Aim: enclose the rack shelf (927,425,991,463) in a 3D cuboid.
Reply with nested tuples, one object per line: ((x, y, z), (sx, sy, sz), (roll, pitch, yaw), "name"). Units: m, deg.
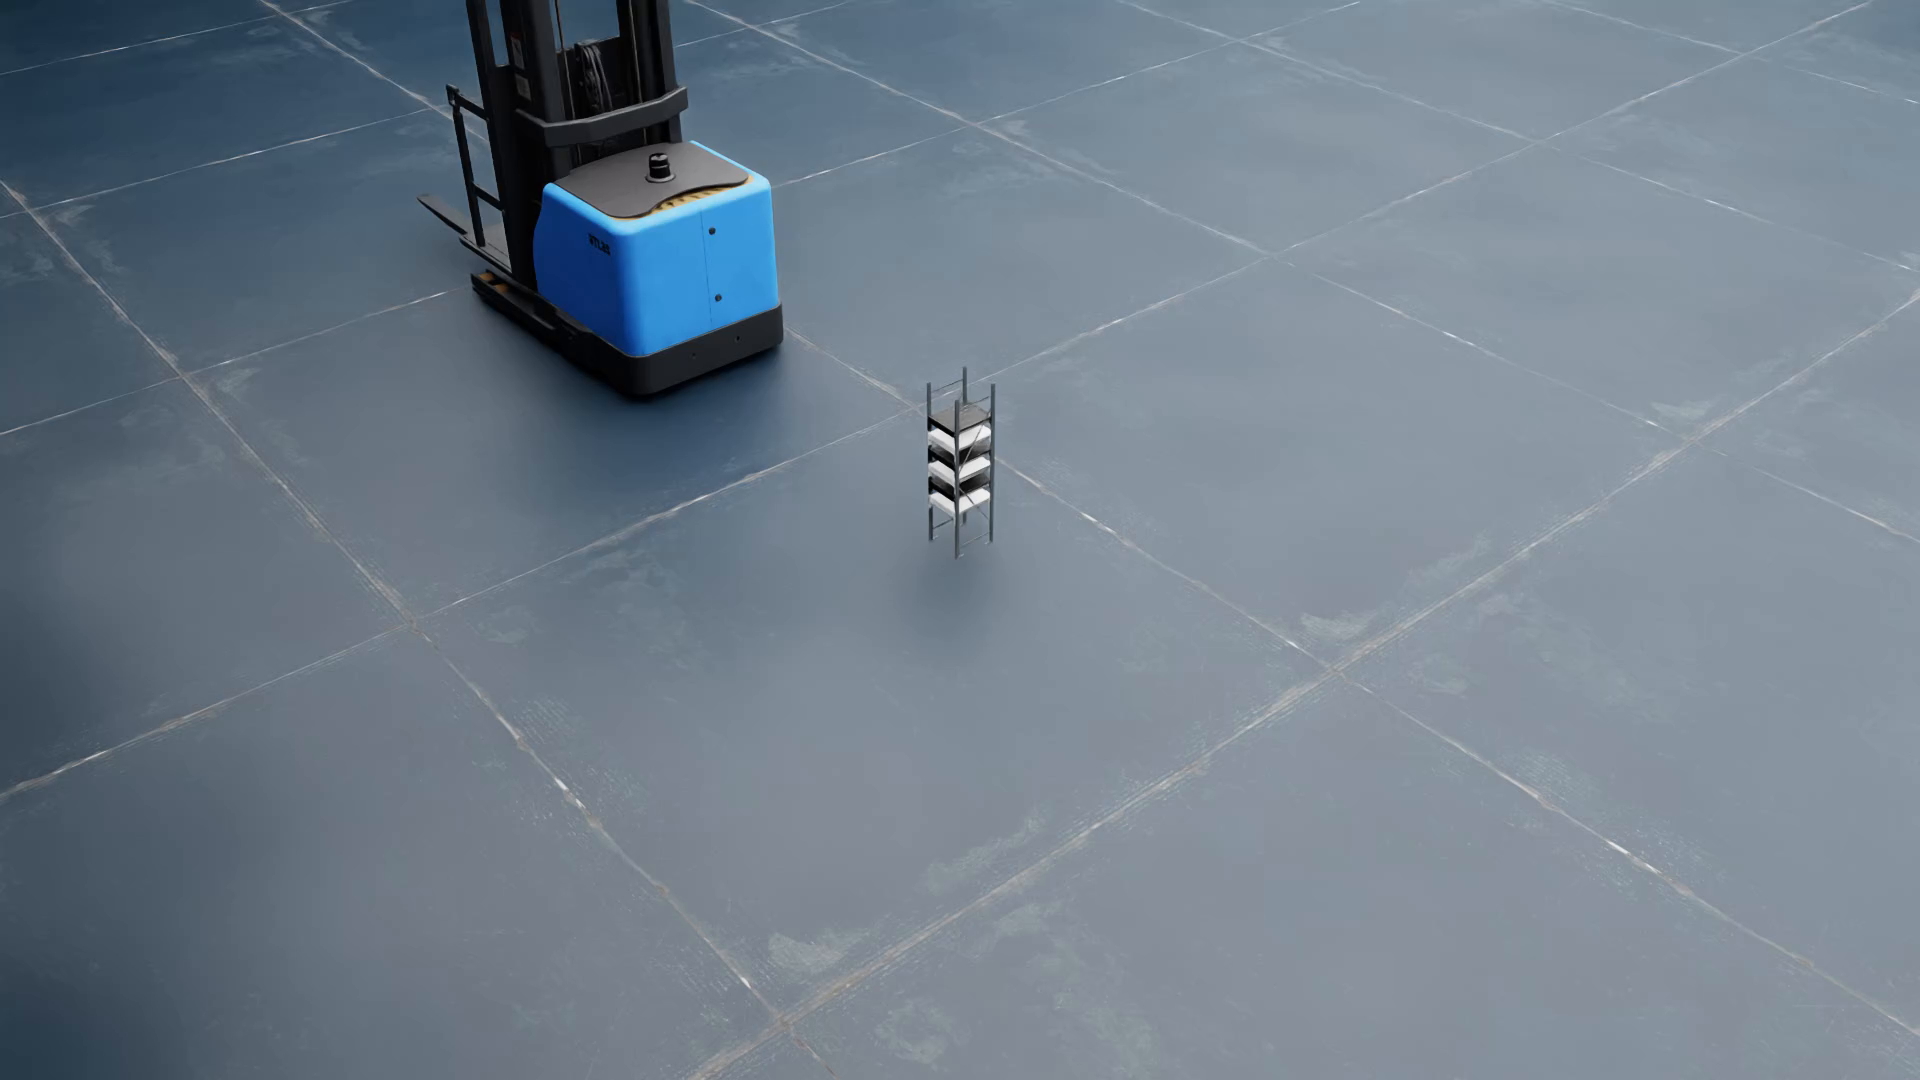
((0.005, -0.483, 7.900), (0.258, 0.077, 0.200), (-26, 43, -32), "rack shelf")

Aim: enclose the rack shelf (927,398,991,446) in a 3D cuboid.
((0.005, -0.557, 7.848), (0.258, 0.077, 0.200), (-26, 43, -32), "rack shelf")

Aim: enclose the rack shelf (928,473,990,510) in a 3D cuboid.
((0.005, -0.263, 8.056), (0.258, 0.077, 0.200), (-26, 43, -32), "rack shelf")

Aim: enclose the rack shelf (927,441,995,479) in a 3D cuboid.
((0.005, -0.410, 7.952), (0.258, 0.077, 0.200), (-26, 43, -32), "rack shelf")

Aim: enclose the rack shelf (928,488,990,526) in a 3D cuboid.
((0.005, -0.190, 8.108), (0.258, 0.077, 0.200), (-26, 43, -32), "rack shelf")

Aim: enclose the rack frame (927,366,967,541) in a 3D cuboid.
((-0.060, -0.409, 8.048), (0.240, 0.900, 0.006), (-26, 43, -32), "rack frame")

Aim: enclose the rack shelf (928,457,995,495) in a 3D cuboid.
((0.005, -0.336, 8.004), (0.258, 0.077, 0.200), (-26, 43, -32), "rack shelf")

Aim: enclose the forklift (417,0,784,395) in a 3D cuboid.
((-2.383, -2.779, 9.638), (1.130, 2.935, 3.031), (-27, 43, -32), "forklift")

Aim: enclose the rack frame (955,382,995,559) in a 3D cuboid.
((0.071, -0.319, 7.921), (0.240, 0.900, 0.006), (-26, 43, -32), "rack frame")

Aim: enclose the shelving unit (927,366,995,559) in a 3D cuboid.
((0.005, -0.364, 7.985), (0.258, 0.900, 0.210), (-26, 43, -32), "shelving unit")
